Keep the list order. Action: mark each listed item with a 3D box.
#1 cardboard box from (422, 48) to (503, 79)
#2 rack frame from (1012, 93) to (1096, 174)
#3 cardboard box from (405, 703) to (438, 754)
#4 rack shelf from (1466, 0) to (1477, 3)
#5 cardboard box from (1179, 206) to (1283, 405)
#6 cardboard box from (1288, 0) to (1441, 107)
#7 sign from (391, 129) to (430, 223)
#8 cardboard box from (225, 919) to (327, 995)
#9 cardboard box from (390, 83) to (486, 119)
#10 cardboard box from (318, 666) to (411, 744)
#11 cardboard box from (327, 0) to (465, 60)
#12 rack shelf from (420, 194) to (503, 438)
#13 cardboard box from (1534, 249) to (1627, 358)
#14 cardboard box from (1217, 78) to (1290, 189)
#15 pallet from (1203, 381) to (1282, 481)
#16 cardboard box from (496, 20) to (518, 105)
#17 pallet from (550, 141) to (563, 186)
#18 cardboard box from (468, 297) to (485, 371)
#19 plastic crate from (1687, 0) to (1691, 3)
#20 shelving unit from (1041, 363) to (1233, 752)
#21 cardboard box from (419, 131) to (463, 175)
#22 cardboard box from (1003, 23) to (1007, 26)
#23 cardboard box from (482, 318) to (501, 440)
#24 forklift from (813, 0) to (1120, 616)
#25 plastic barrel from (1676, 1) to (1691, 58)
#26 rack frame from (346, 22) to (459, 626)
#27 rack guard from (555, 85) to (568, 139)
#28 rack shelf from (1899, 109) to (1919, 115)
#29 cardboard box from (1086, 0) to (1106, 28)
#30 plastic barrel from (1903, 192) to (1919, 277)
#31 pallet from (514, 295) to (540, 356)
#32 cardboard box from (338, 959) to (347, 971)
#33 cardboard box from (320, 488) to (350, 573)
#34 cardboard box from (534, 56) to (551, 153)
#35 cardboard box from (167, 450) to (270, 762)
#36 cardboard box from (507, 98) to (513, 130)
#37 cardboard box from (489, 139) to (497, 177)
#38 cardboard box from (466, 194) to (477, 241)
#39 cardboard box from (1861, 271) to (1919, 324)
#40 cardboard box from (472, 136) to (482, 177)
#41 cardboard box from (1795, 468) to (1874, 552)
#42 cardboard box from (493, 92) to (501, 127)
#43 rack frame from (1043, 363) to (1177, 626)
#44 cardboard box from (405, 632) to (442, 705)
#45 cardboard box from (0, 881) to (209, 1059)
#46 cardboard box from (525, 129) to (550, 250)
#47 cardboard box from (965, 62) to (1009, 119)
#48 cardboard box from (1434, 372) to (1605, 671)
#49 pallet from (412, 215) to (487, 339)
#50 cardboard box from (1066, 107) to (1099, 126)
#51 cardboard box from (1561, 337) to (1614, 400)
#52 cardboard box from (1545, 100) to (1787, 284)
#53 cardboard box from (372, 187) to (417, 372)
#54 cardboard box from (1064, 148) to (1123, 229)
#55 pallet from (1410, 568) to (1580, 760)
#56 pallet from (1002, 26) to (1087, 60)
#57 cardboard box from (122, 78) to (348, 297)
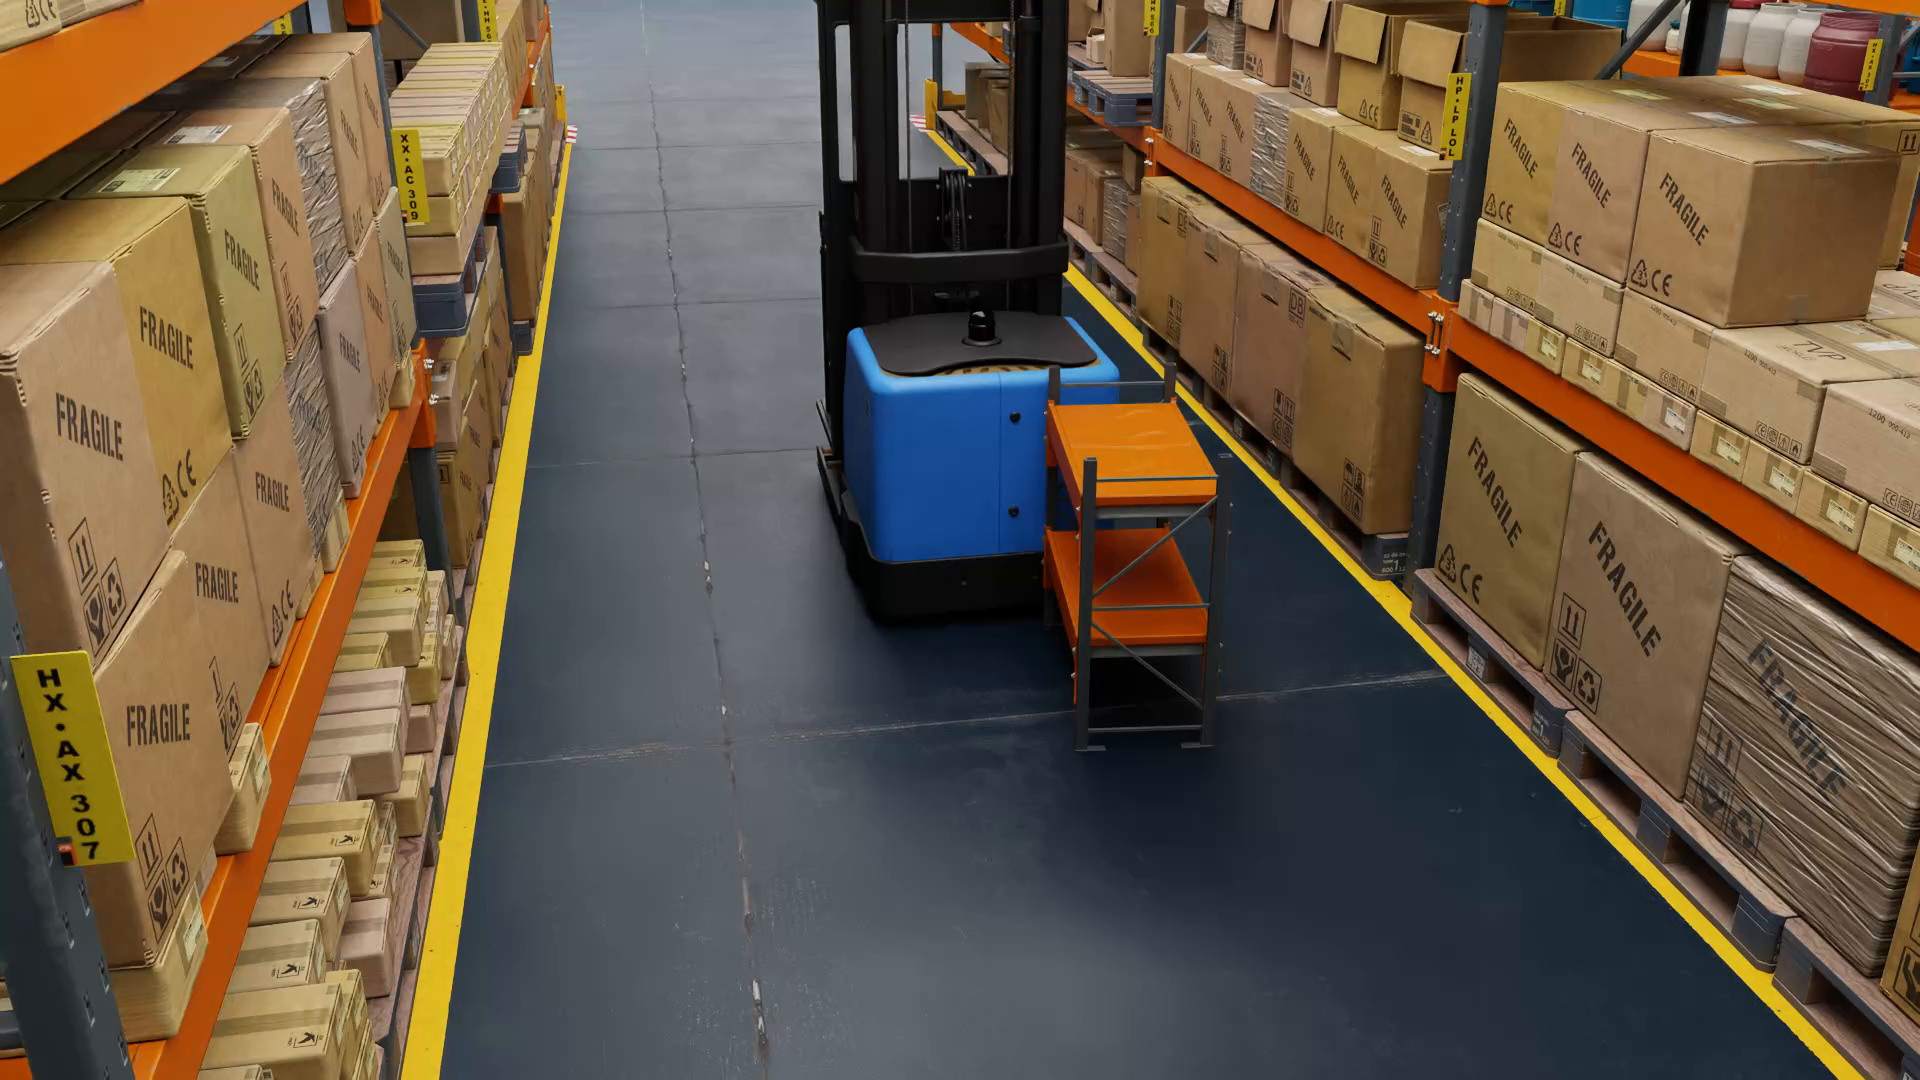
[{"bbox_3d":[-2.622,-2.503,8.780,0.380,0.149,0.250,-5,24,-10],"label":"cardboard box"},{"bbox_3d":[0.947,-4.312,13.875,1.000,3.000,0.127,-4,24,-10],"label":"rack frame"},{"bbox_3d":[-1.982,0.613,5.637,0.380,0.149,0.250,-5,24,-12],"label":"cardboard box"},{"bbox_3d":[2.056,-2.997,8.015,1.077,0.370,4.000,-4,24,-10],"label":"rack shelf"},{"bbox_3d":[1.951,-1.333,9.185,1.225,0.875,0.875,-4,24,-10],"label":"cardboard box"},{"bbox_3d":[2.054,-2.435,8.200,0.797,0.503,0.637,-4,24,-8],"label":"cardboard box"},{"bbox_3d":[-1.935,-1.278,5.846,0.100,0.325,0.005,-4,24,-10],"label":"sign"},{"bbox_3d":[-1.708,1.046,3.901,0.380,0.149,0.250,-5,24,-12],"label":"cardboard box"},{"bbox_3d":[-2.382,-1.991,7.607,0.380,0.149,0.250,-4,24,-8],"label":"cardboard box"},{"bbox_3d":[-1.894,0.527,5.090,0.380,0.149,0.250,-5,24,-12],"label":"cardboard box"},{"bbox_3d":[-3.280,-3.093,9.709,0.700,0.500,0.500,-4,24,-10],"label":"cardboard box"},{"bbox_3d":[-2.837,-1.295,7.866,1.077,0.370,4.000,-4,24,-10],"label":"rack shelf"},{"bbox_3d":[2.342,-0.833,5.724,0.500,0.250,0.500,-4,24,-10],"label":"cardboard box"},{"bbox_3d":[1.704,-2.169,8.844,0.500,0.500,0.500,-5,24,-11],"label":"cardboard box"},{"bbox_3d":[1.980,-0.666,9.011,1.003,0.211,1.213,-4,24,-10],"label":"pallet"},{"bbox_3d":[-3.304,-3.248,11.314,0.500,0.500,0.500,-5,24,-10],"label":"cardboard box"},{"bbox_3d":[-4.239,-3.492,15.483,1.003,0.211,1.213,-4,24,-10],"label":"pallet"},{"bbox_3d":[-2.535,-0.949,7.836,0.500,0.250,0.500,-3,24,-8],"label":"cardboard box"},{"bbox_3d":[6.324,-4.260,13.777,0.392,0.384,0.575,-4,24,-10],"label":"plastic crate"},{"bbox_3d":[0.631,0.034,6.266,0.538,1.125,1.048,-2,24,-3],"label":"shelving unit"},{"bbox_3d":[-2.146,-1.486,6.451,0.380,0.149,0.250,-4,24,-8],"label":"cardboard box"},{"bbox_3d":[0.581,-4.359,14.296,0.380,0.149,0.250,-4,24,-10],"label":"cardboard box"},{"bbox_3d":[-2.622,-0.807,8.449,0.500,0.500,0.500,-5,24,-12],"label":"cardboard box"},{"bbox_3d":[-0.116,-1.591,7.731,1.130,2.935,3.031,-4,24,-10],"label":"forklift"},{"bbox_3d":[5.911,-4.060,13.128,0.433,0.535,0.433,0,24,0],"label":"plastic barrel"},{"bbox_3d":[-2.467,-0.838,5.921,1.000,3.000,0.127,-4,24,-10],"label":"rack frame"},{"bbox_3d":[-4.691,-4.422,17.250,1.175,0.500,0.348,-4,24,-10],"label":"rack guard"},{"bbox_3d":[6.924,-1.989,9.455,1.077,0.370,4.000,-4,24,-10],"label":"rack shelf"},{"bbox_3d":[1.358,-3.877,12.225,0.797,0.503,0.637,-2,24,-4],"label":"cardboard box"},{"bbox_3d":[6.661,-2.112,11.025,0.600,0.830,0.708,-4,24,-10],"label":"plastic barrel"},{"bbox_3d":[-3.279,-1.449,10.804,1.003,0.211,1.213,-4,24,-10],"label":"pallet"},{"bbox_3d":[-1.772,1.224,4.238,0.380,0.149,0.250,-4,24,-10],"label":"cardboard box"},{"bbox_3d":[-1.825,-0.018,4.358,0.380,0.149,0.250,-4,24,-9],"label":"cardboard box"},{"bbox_3d":[-4.165,-3.810,14.856,0.875,0.875,0.875,-4,24,-9],"label":"cardboard box"},{"bbox_3d":[-1.663,0.148,3.168,0.500,0.500,0.500,-4,24,-10],"label":"cardboard box"},{"bbox_3d":[-2.664,-2.329,9.123,0.380,0.149,0.250,-4,24,-9],"label":"cardboard box"},{"bbox_3d":[-2.432,-1.824,7.967,0.380,0.149,0.250,-4,24,-8],"label":"cardboard box"},{"bbox_3d":[-2.187,-1.311,6.794,0.380,0.149,0.250,-4,24,-9],"label":"cardboard box"},{"bbox_3d":[2.958,-0.674,5.362,0.500,0.250,0.500,-4,24,-9],"label":"cardboard box"},{"bbox_3d":[-2.287,-1.652,7.202,0.380,0.149,0.250,-3,24,-8],"label":"cardboard box"},{"bbox_3d":[2.537,-0.096,4.536,0.380,0.149,0.250,-4,24,-10],"label":"cardboard box"},{"bbox_3d":[-2.520,-2.158,8.360,0.380,0.149,0.250,-4,24,-10],"label":"cardboard box"},{"bbox_3d":[0.598,-0.169,6.731,0.500,1.125,0.032,-2,24,-3],"label":"rack frame"},{"bbox_3d":[-1.967,0.450,5.638,0.380,0.149,0.250,-5,24,-12],"label":"cardboard box"},{"bbox_3d":[-1.465,0.699,2.716,0.380,0.149,0.250,-4,24,-10],"label":"cardboard box"},{"bbox_3d":[-3.569,-2.529,12.079,1.050,0.750,0.750,-4,24,-10],"label":"cardboard box"},{"bbox_3d":[0.306,-4.685,17.328,0.500,0.500,0.500,0,24,0],"label":"cardboard box"},{"bbox_3d":[2.469,-0.118,6.403,0.875,0.875,0.875,-4,24,-10],"label":"cardboard box"},{"bbox_3d":[-2.466,-1.061,6.672,1.003,0.211,1.213,-4,24,-10],"label":"pallet"},{"bbox_3d":[0.912,-3.519,14.658,0.500,0.500,0.500,-5,24,-11],"label":"cardboard box"},{"bbox_3d":[2.302,-0.599,5.687,0.380,0.149,0.250,-5,24,-11],"label":"cardboard box"},{"bbox_3d":[2.347,-1.175,5.571,0.500,0.500,0.500,-4,24,-10],"label":"cardboard box"},{"bbox_3d":[-2.100,-0.851,5.453,0.500,0.500,0.500,-4,24,-10],"label":"cardboard box"},{"bbox_3d":[1.212,-2.716,12.794,0.700,0.500,0.500,-6,24,-14],"label":"cardboard box"},{"bbox_3d":[2.490,0.418,6.530,1.003,0.211,1.213,-4,24,-10],"label":"pallet"},{"bbox_3d":[0.945,-3.913,13.200,1.003,0.211,1.213,-4,24,-10],"label":"pallet"},{"bbox_3d":[-1.933,-0.908,4.335,0.500,0.500,0.500,-4,24,-8],"label":"cardboard box"}]
